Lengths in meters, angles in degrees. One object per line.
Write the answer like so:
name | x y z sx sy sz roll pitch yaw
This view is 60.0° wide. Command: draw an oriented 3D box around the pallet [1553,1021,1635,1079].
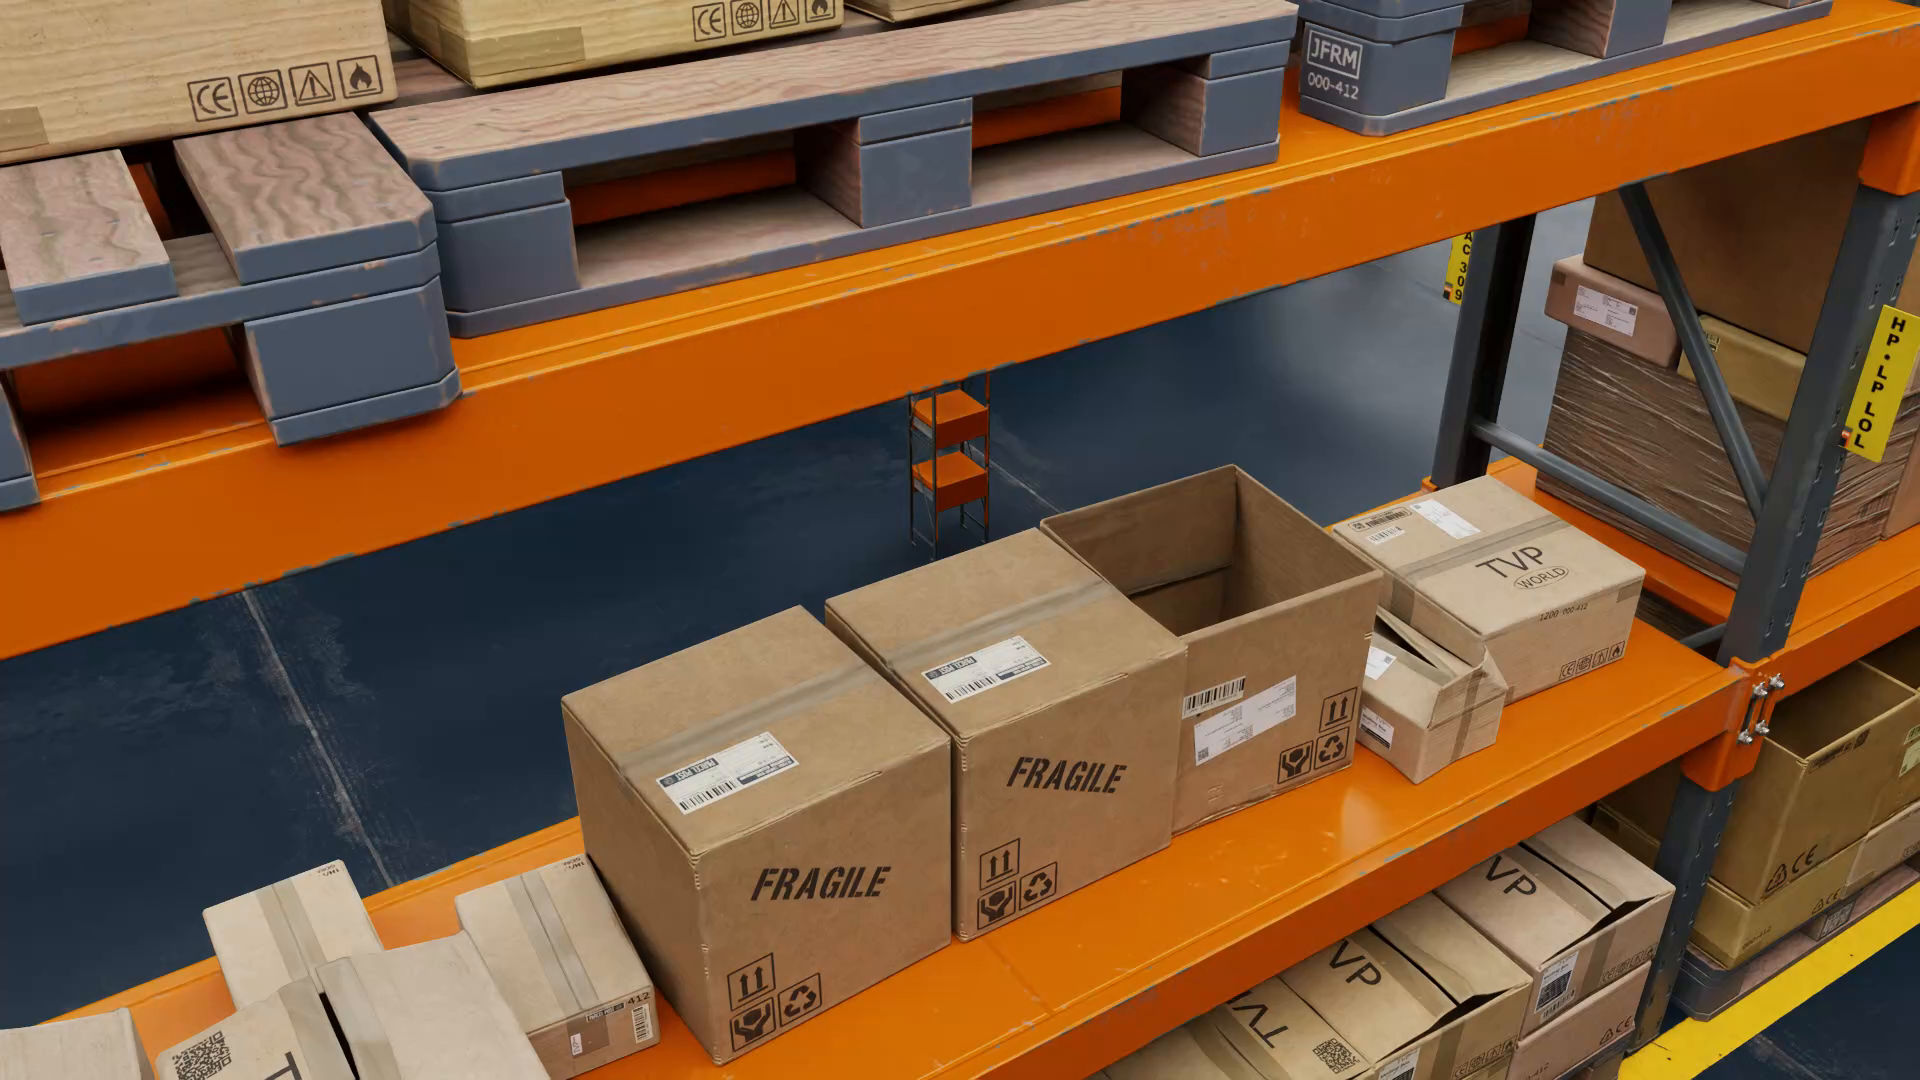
pallet | 1.001 1.304 4.484 1.213 0.211 1.003 -19 37 -27

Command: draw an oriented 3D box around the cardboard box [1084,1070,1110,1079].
cardboard box | 0.135 1.328 3.491 0.500 0.311 0.500 -19 37 -28

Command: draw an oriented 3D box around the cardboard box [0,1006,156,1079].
cardboard box | -1.433 1.003 2.432 0.500 0.311 0.500 -17 36 -24

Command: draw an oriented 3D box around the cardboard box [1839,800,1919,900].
cardboard box | 2.576 0.740 4.950 0.500 0.250 0.500 -19 37 -27

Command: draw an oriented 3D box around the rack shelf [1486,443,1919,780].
rack shelf | 3.280 -0.379 5.214 4.000 0.370 1.077 -19 37 -27

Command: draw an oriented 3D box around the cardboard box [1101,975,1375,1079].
cardboard box | 0.560 1.185 3.718 0.500 0.311 0.500 -19 37 -27

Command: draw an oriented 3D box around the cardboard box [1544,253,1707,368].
cardboard box | 1.712 -0.597 4.183 0.250 0.149 0.380 -19 37 -27

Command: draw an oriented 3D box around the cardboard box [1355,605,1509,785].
cardboard box | 0.960 0.288 3.608 0.258 0.266 0.396 -20 37 -28

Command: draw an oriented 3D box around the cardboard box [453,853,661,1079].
cardboard box | -0.721 0.763 2.964 0.250 0.149 0.380 -16 36 -24

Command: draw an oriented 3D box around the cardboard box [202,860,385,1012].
cardboard box | -1.156 0.773 2.948 0.250 0.149 0.380 -19 37 -27

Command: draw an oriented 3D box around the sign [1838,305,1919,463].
sign | 1.902 -0.321 3.436 0.005 0.325 0.100 -19 37 -27

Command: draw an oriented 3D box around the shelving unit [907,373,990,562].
shelving unit | -0.045 -0.429 6.445 0.252 1.050 0.215 -19 37 -27

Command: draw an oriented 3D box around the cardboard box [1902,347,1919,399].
cardboard box | 2.141 -0.485 4.006 0.250 0.149 0.380 -18 37 -27

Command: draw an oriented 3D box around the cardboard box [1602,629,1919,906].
cardboard box | 2.159 0.569 4.517 0.500 0.500 0.500 -19 37 -27

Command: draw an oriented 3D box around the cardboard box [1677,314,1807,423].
cardboard box | 1.930 -0.413 3.891 0.250 0.149 0.380 -19 37 -27

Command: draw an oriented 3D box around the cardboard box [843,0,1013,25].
cardboard box | -0.041 -0.963 2.401 0.500 0.250 0.500 -22 39 -31

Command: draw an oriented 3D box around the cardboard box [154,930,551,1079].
cardboard box | -0.906 0.917 2.568 0.500 0.311 0.500 -19 37 -28

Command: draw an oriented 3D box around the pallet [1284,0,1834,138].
pallet | 0.865 -1.032 2.943 1.217 0.209 0.805 -21 38 -29

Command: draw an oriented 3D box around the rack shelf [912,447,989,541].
rack shelf | -0.045 -0.185 6.599 0.240 0.259 0.215 -19 37 -27

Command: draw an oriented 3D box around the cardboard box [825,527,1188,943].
cardboard box | 0.081 0.364 3.268 0.500 0.500 0.500 -19 37 -27

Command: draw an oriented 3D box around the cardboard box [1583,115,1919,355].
cardboard box | 1.969 -0.827 3.941 0.500 0.500 0.700 -19 37 -27

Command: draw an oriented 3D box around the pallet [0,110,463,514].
pallet | -1.241 -0.374 1.897 1.003 0.211 1.213 -17 36 -25

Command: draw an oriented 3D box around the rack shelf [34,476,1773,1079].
rack shelf | -0.082 0.777 3.381 4.000 0.370 1.077 -19 37 -27

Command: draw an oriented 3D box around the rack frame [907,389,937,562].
rack frame | -0.148 -0.393 6.390 0.008 1.050 0.200 -19 37 -27

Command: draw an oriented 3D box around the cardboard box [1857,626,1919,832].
cardboard box | 2.575 0.421 4.752 0.500 0.500 0.500 -19 37 -27

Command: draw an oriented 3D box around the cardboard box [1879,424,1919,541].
cardboard box | 2.409 -0.434 4.533 0.500 0.500 0.700 -19 37 -28

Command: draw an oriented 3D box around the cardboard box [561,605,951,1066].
cardboard box | -0.361 0.516 3.026 0.500 0.500 0.500 -21 38 -30

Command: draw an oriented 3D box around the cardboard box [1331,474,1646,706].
cardboard box | 1.209 0.120 3.889 0.500 0.250 0.500 -17 36 -24

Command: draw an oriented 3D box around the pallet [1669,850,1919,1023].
pallet | 2.290 0.863 5.184 1.213 0.211 1.003 -19 37 -27

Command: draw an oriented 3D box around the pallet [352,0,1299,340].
pallet | -0.302 -0.699 2.412 1.213 0.211 1.003 -17 36 -25

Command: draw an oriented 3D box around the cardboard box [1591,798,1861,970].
cardboard box | 2.153 0.882 4.724 0.500 0.250 0.500 -19 37 -27

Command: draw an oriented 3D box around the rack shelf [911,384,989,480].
rack shelf | -0.045 -0.420 6.451 0.240 0.259 0.215 -19 37 -27

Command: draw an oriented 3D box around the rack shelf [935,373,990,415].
rack shelf | -0.045 -0.660 6.300 0.240 0.259 0.215 -19 37 -27

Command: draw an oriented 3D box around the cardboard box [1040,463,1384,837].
cardboard box | 0.502 0.219 3.497 0.500 0.500 0.500 -16 36 -24

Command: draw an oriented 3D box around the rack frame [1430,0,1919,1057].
rack frame | 1.599 -0.105 4.106 0.127 3.000 1.000 -19 37 -27

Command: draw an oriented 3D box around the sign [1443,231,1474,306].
sign | 1.297 -0.753 4.247 0.005 0.325 0.100 -19 37 -27

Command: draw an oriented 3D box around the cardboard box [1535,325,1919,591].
cardboard box | 1.969 -0.279 4.287 0.500 0.500 0.700 -20 37 -28

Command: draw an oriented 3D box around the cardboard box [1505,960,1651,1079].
cardboard box | 1.408 1.130 4.331 0.500 0.250 0.500 -19 37 -28

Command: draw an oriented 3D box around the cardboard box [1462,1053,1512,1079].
cardboard box | 0.982 1.275 4.100 0.500 0.250 0.500 -20 37 -28

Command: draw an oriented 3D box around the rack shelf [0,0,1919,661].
rack shelf | -0.082 -0.492 2.581 4.000 0.370 1.077 -19 37 -27

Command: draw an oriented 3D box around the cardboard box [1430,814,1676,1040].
cardboard box | 1.414 0.888 4.188 0.500 0.311 0.500 -19 37 -27

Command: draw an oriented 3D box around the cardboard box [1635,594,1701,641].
cardboard box | 2.297 0.191 5.116 0.500 0.500 0.500 -19 37 -27

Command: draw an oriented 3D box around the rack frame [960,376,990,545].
rack frame | 0.058 -0.464 6.501 0.008 1.050 0.200 -19 37 -27

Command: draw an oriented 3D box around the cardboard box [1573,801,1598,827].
cardboard box | 1.871 0.648 5.095 0.500 0.250 0.500 -19 37 -27

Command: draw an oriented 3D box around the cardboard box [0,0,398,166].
cardboard box | -0.981 -0.648 1.901 0.500 0.250 0.500 -18 36 -26

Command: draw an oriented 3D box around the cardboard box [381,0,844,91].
cardboard box | -0.494 -0.808 2.155 0.500 0.250 0.500 -20 37 -28

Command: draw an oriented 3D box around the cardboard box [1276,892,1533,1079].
cardboard box | 0.980 1.042 3.945 0.500 0.311 0.500 -18 36 -26
